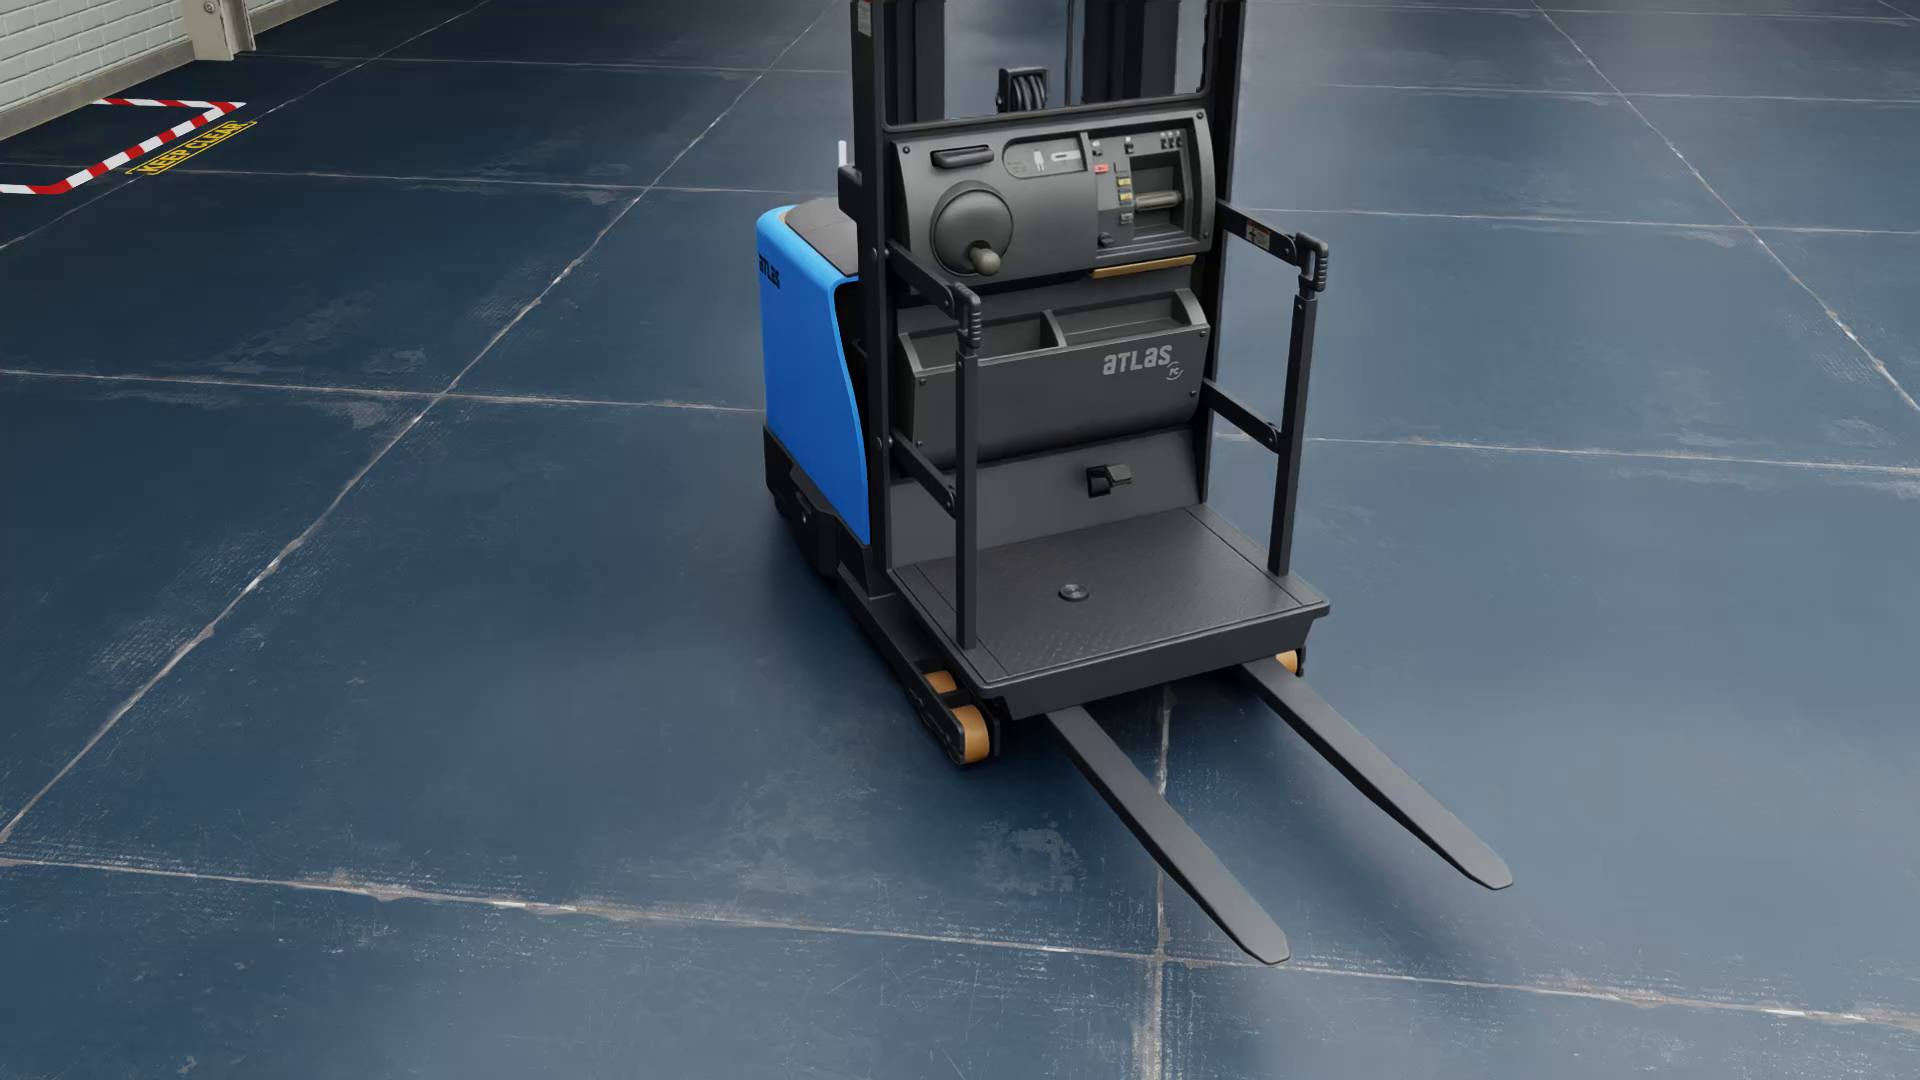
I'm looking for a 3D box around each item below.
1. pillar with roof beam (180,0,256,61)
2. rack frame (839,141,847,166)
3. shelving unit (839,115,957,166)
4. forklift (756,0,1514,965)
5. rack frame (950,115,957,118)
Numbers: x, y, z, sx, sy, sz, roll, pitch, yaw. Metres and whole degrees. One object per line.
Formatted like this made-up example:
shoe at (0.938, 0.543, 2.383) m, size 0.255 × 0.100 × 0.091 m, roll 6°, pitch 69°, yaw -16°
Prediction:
pillar with roof beam at (-1.284, -7.380, 9.961) m, size 9.100 × 9.000 × 0.400 m, roll 3°, pitch 28°, yaw 6°
rack frame at (-0.309, -0.840, 6.044) m, size 0.240 × 1.200 × 0.015 m, roll 11°, pitch 30°, yaw 19°
shelving unit at (-0.218, -0.947, 6.243) m, size 0.258 × 1.200 × 0.503 m, roll 11°, pitch 30°, yaw 19°
forklift at (0.361, -0.901, 4.332) m, size 1.130 × 2.935 × 3.031 m, roll -12°, pitch 30°, yaw -21°
rack frame at (-0.127, -1.055, 6.443) m, size 0.240 × 1.200 × 0.015 m, roll 11°, pitch 30°, yaw 19°
